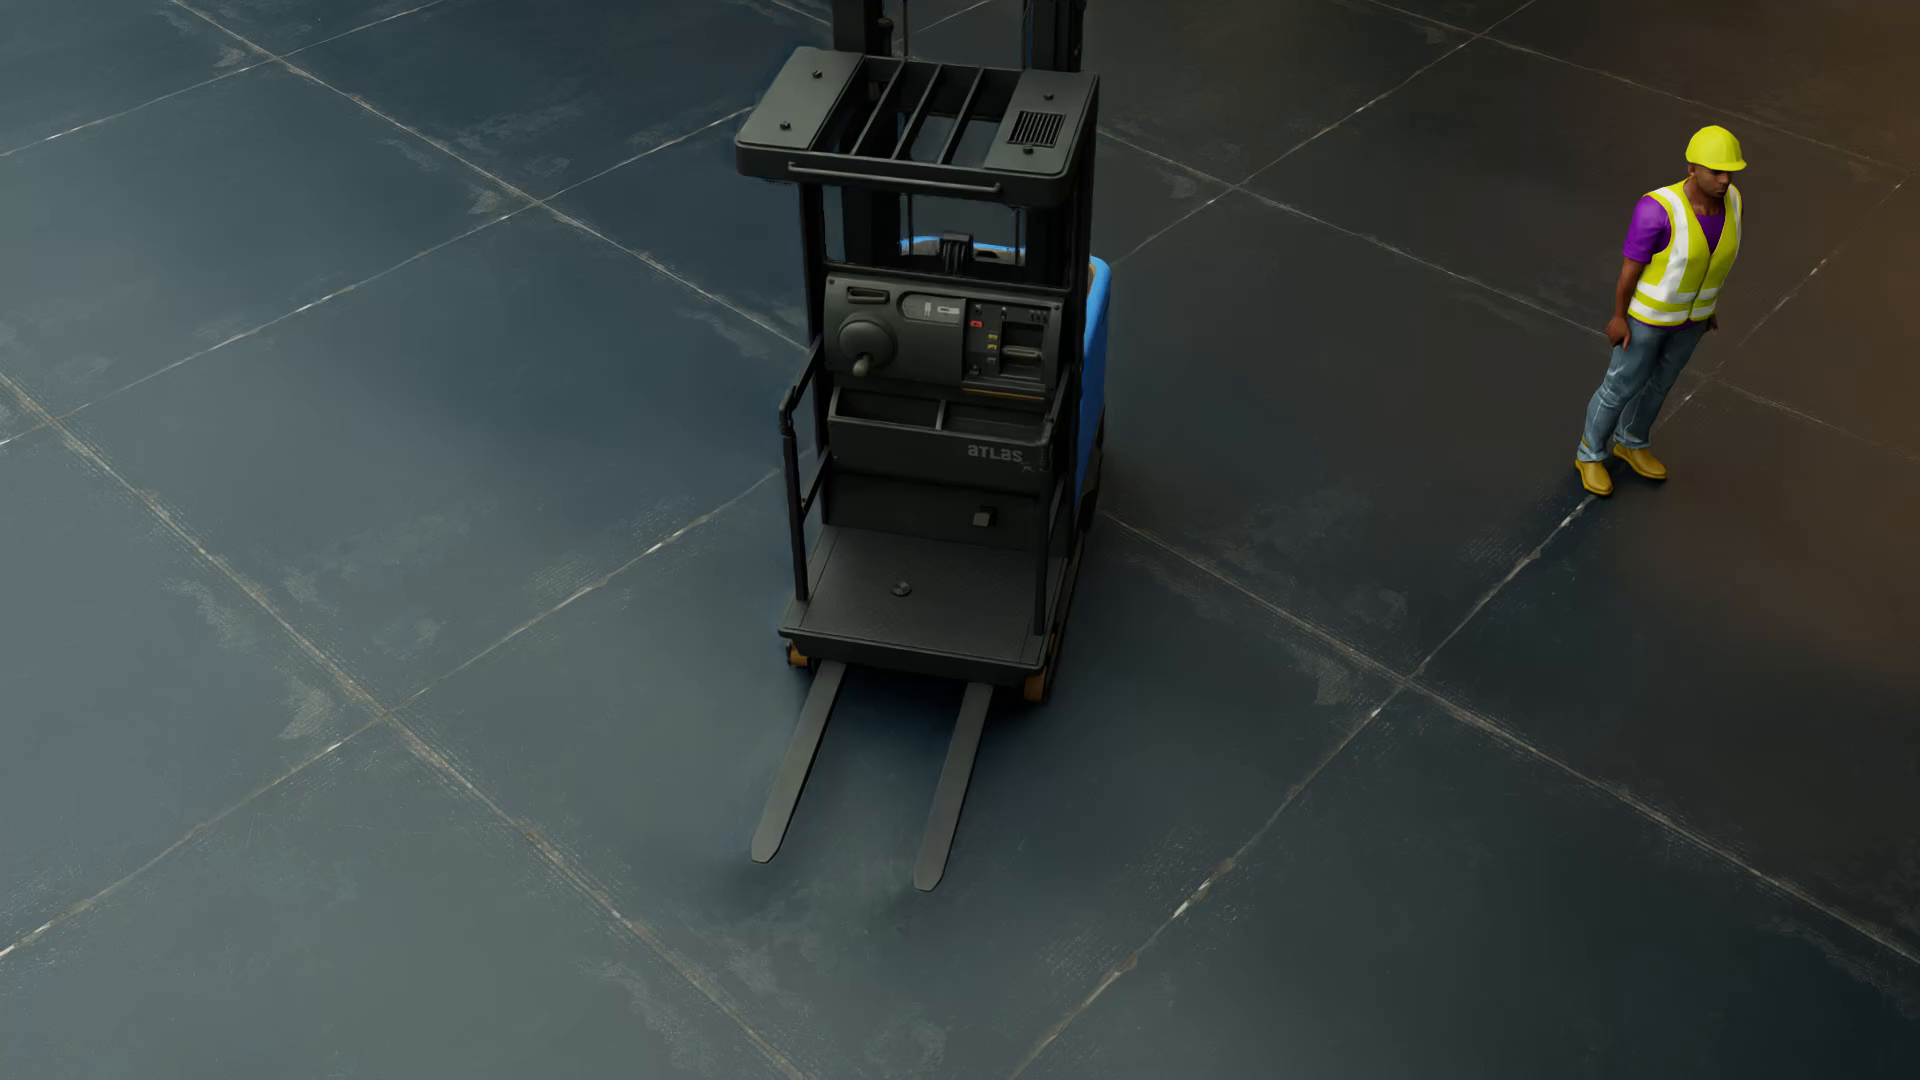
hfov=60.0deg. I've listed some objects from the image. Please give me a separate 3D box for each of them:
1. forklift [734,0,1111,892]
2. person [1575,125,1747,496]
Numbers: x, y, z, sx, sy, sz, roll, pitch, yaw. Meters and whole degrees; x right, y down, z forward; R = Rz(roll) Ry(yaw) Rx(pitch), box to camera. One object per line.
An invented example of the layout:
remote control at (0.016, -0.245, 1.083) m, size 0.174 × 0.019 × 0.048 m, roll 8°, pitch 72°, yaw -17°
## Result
forklift at (-0.112, -0.708, 6.253) m, size 1.130 × 2.935 × 3.031 m, roll 8°, pitch 41°, yaw 9°
person at (3.204, -1.023, 7.515) m, size 0.552 × 1.771 × 0.382 m, roll -13°, pitch 42°, yaw -15°
